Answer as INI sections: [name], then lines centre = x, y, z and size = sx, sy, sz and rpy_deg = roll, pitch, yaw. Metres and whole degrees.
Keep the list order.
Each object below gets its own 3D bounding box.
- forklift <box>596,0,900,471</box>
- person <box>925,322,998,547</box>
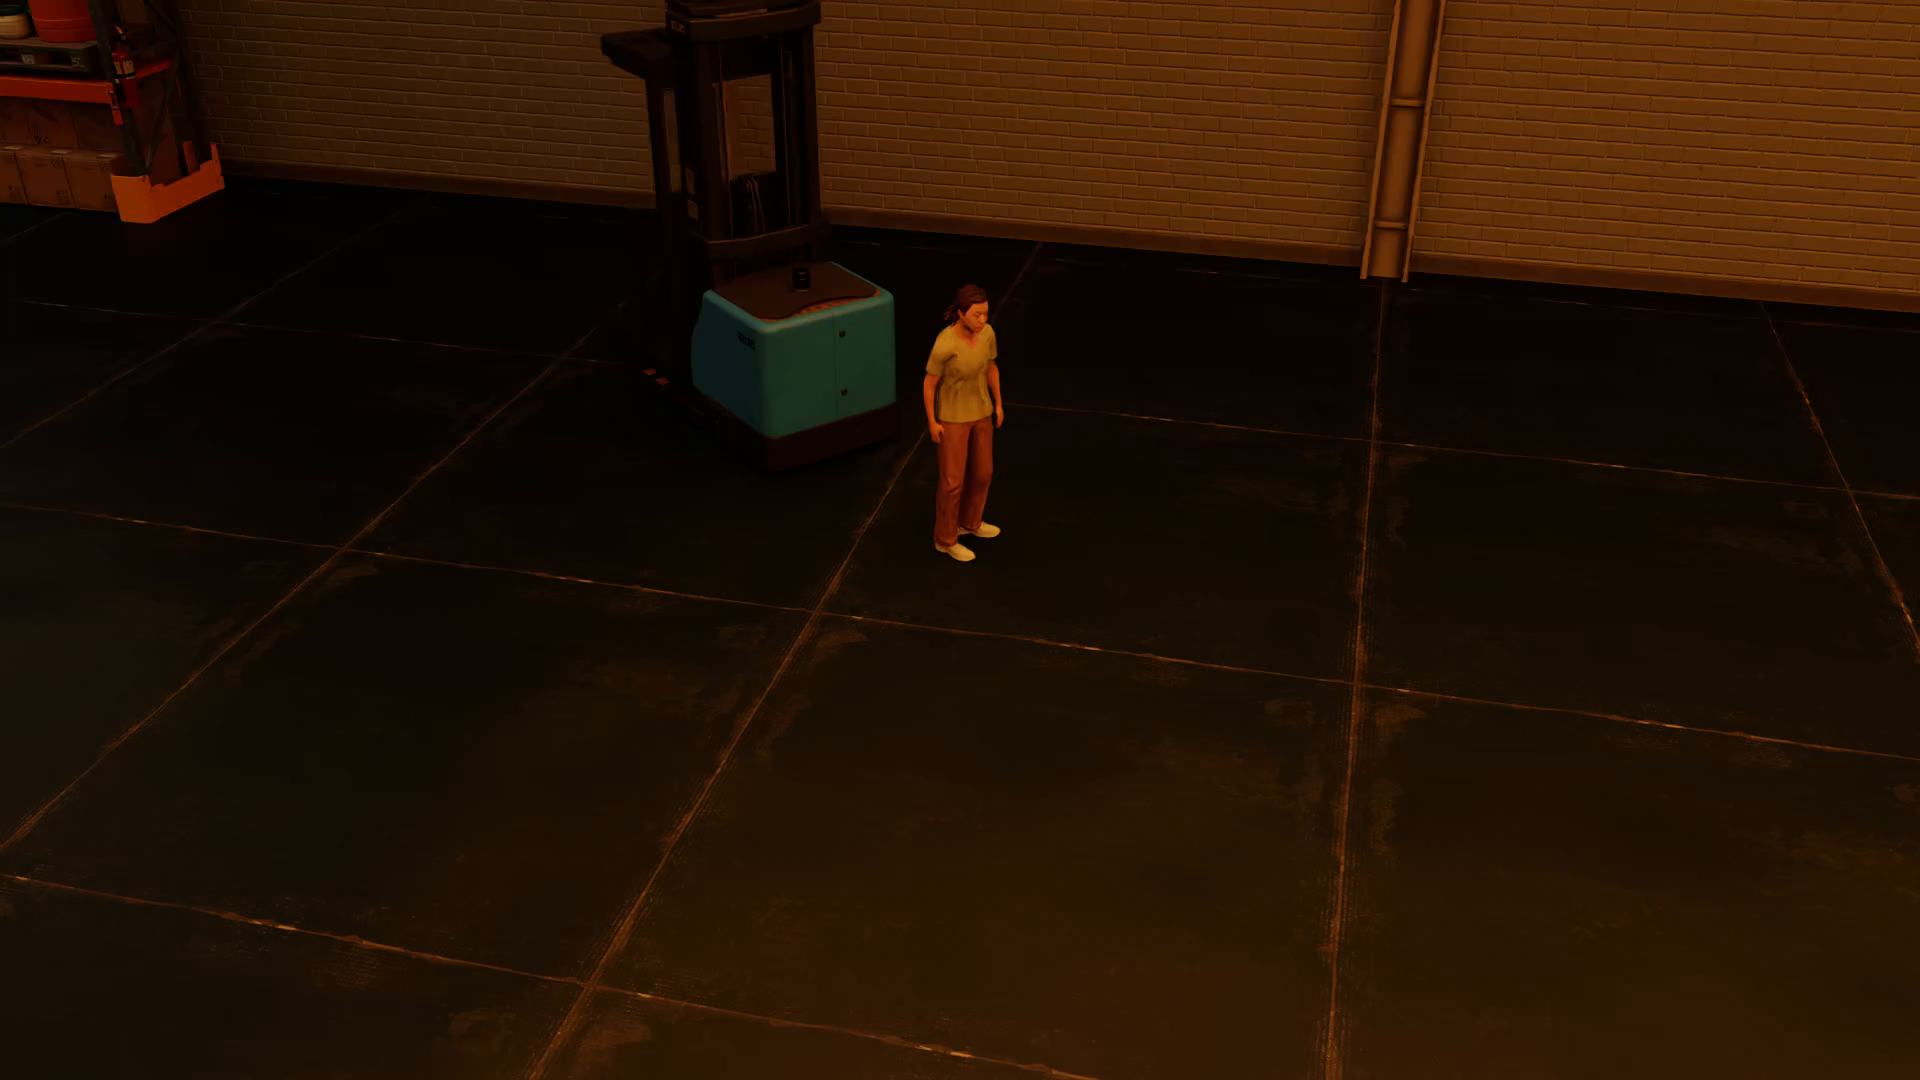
[forklift]
centre = -1.675, -2.393, 11.394
size = 1.130, 2.935, 3.031
rpy_deg = -19, 35, -30
[person]
centre = 0.029, -0.638, 9.769
size = 0.494, 1.371, 0.334
rpy_deg = -18, 34, -29
